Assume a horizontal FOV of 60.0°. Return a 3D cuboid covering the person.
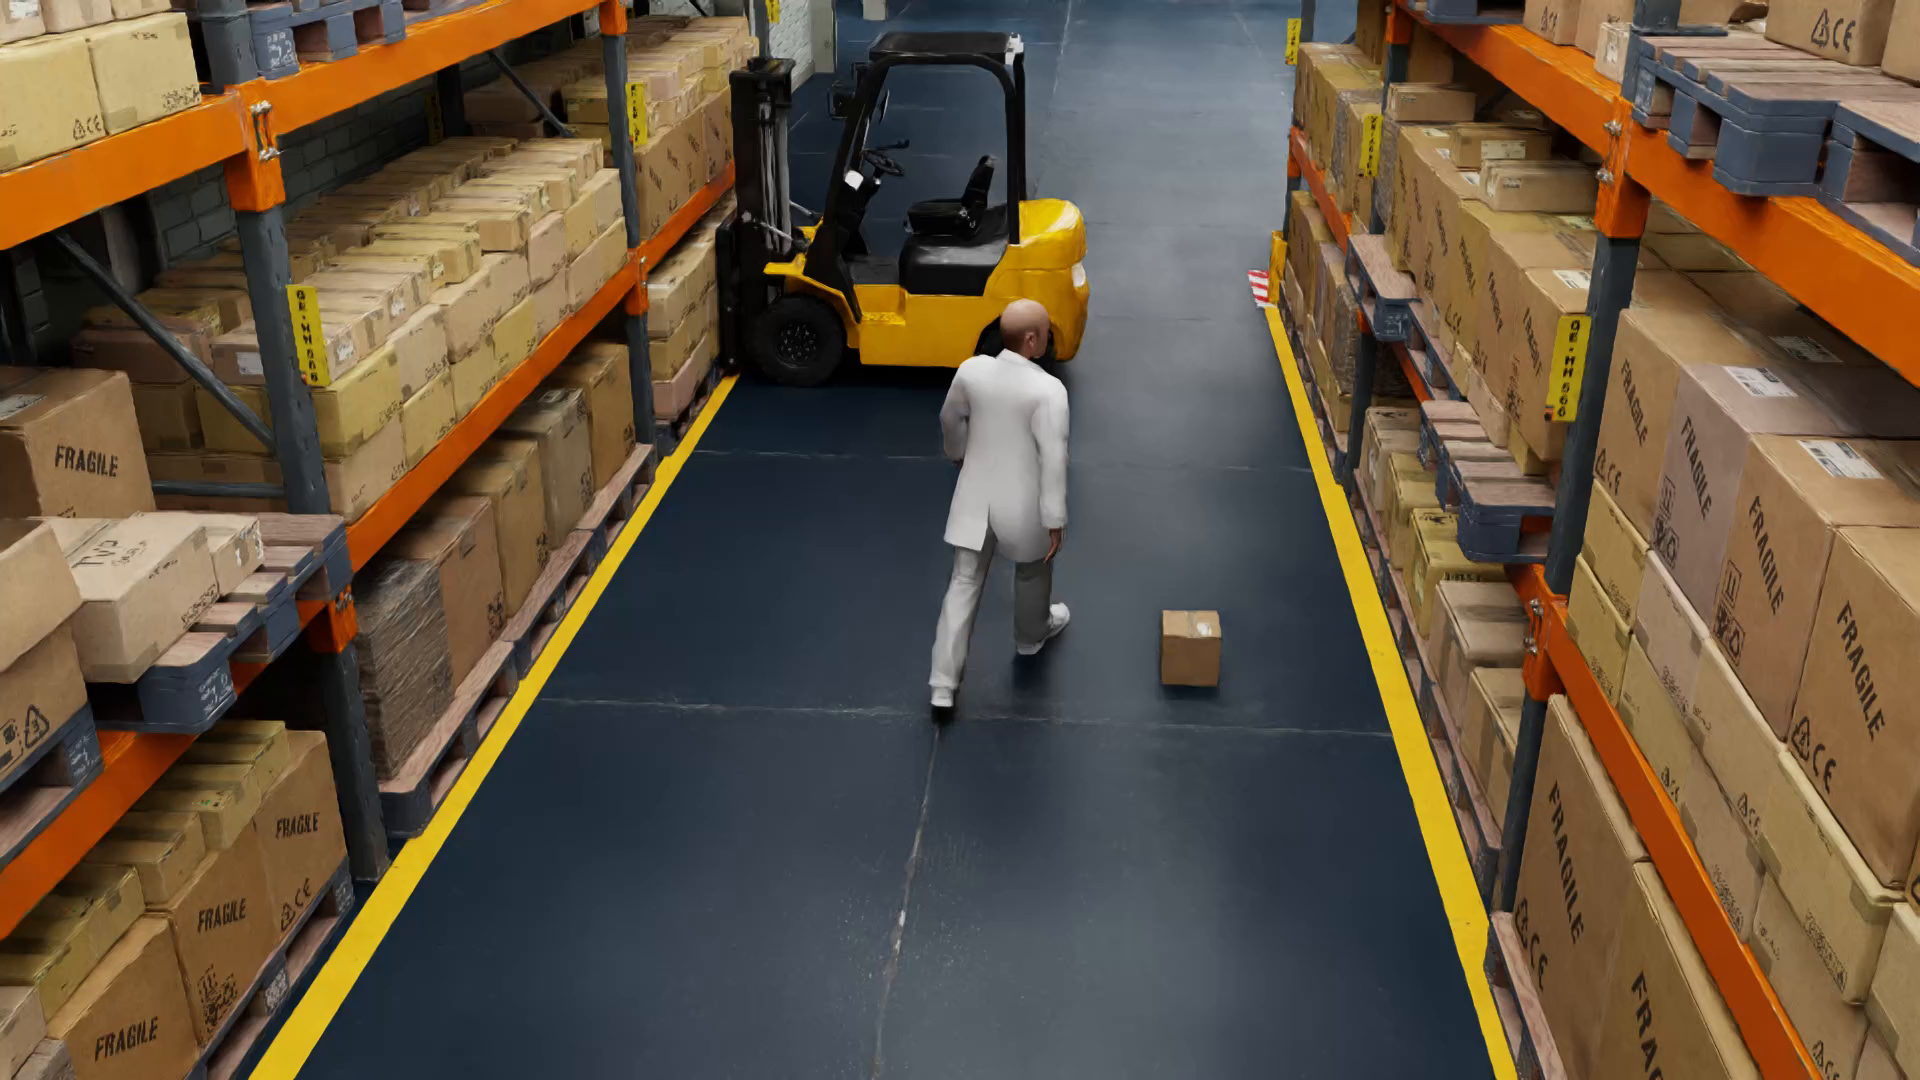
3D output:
[{"bbox_3d":[0.188,-0.203,7.096,0.732,1.734,1.086,12,27,25],"label":"person"}]
